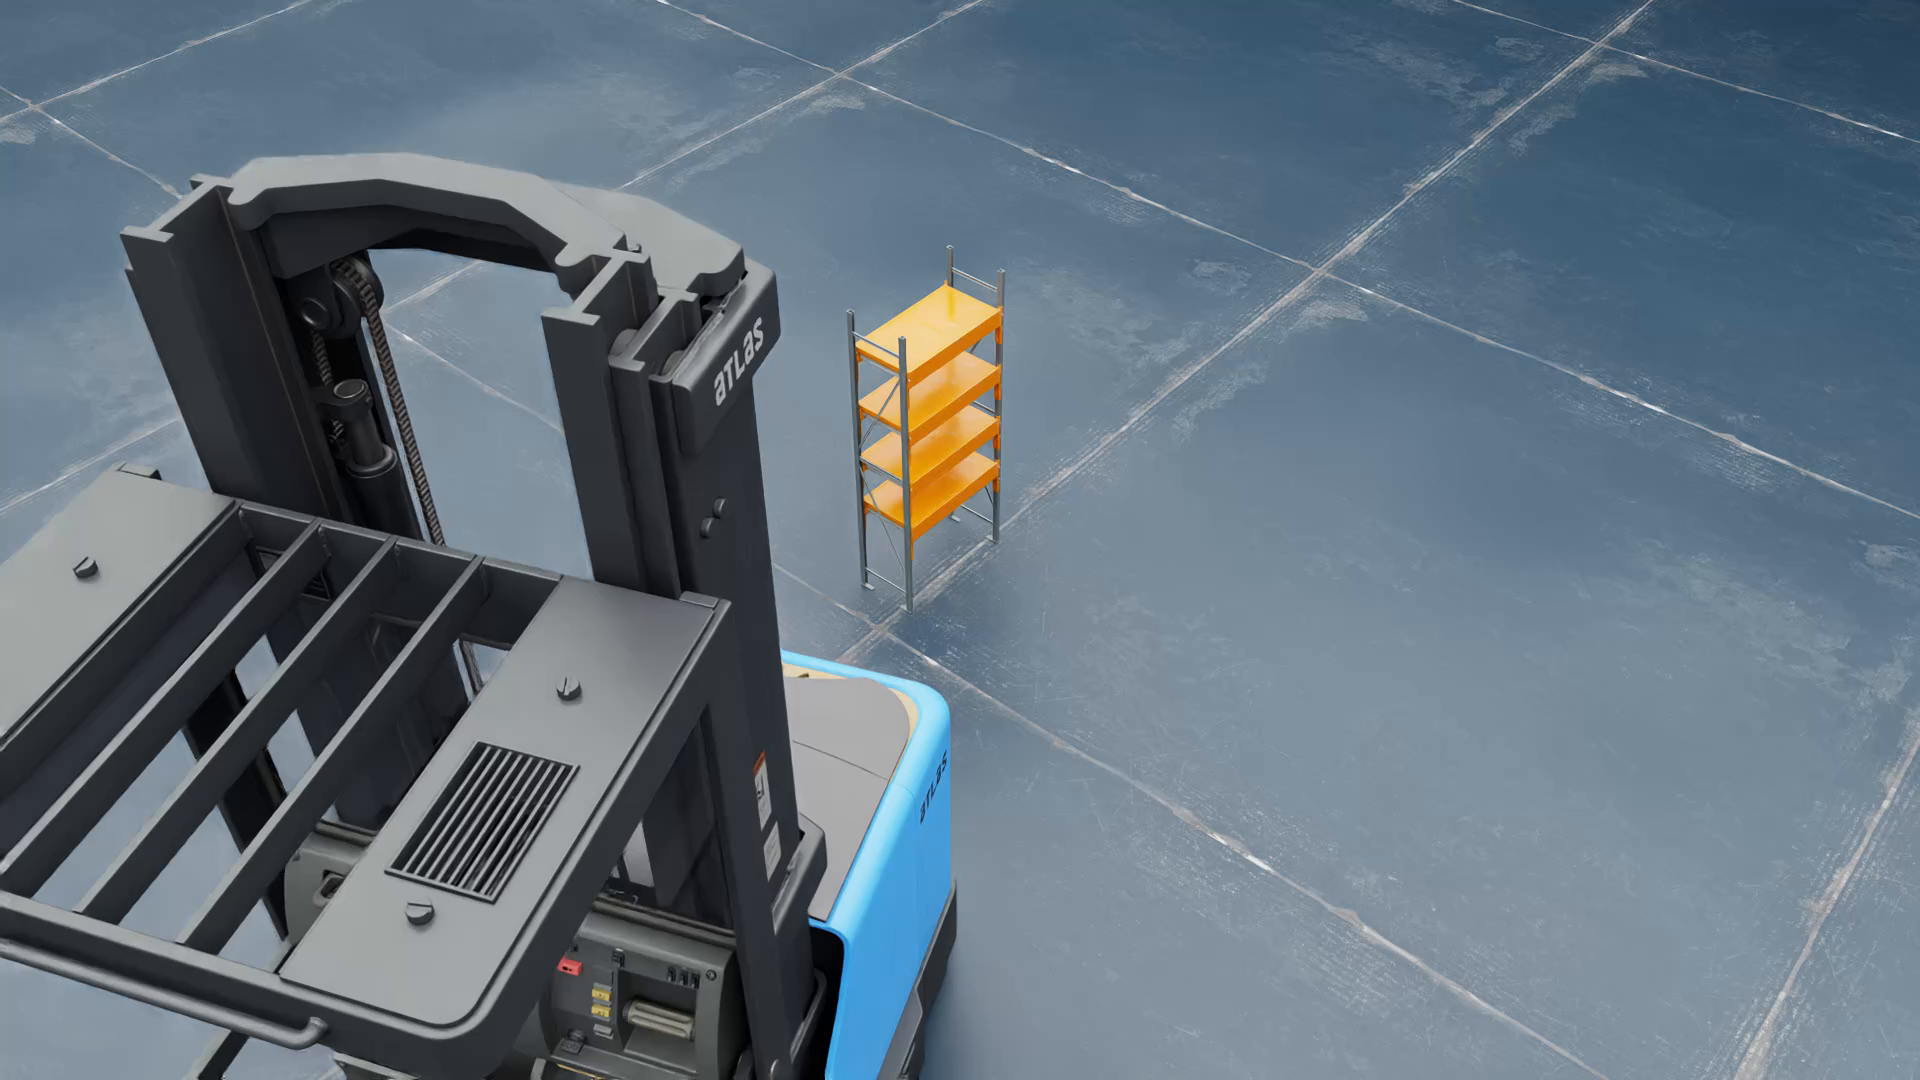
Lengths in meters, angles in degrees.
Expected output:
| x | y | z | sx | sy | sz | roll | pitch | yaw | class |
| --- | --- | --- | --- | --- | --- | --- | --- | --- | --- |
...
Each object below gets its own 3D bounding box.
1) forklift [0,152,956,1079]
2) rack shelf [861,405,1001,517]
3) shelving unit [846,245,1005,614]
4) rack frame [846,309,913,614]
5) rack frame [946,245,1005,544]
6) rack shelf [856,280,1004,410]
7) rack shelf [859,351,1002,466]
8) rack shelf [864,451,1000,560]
| x | y | z | sx | sy | sz | roll | pitch | yaw | class |
| --- | --- | --- | --- | --- | --- | --- | --- | --- | --- |
| -0.944 | 0.935 | 3.043 | 1.130 | 2.935 | 3.031 | 12 | 44 | 13 | forklift |
| -0.107 | -0.309 | 5.798 | 0.258 | 0.148 | 0.480 | 29 | 50 | 28 | rack shelf |
| -0.107 | -0.359 | 5.753 | 0.258 | 1.200 | 0.503 | 29 | 50 | 28 | shelving unit |
| -0.264 | -0.233 | 5.614 | 0.240 | 1.200 | 0.015 | 29 | 50 | 28 | rack frame |
| 0.051 | -0.484 | 5.891 | 0.240 | 1.200 | 0.015 | 29 | 50 | 28 | rack frame |
| -0.107 | -0.649 | 5.488 | 0.258 | 0.148 | 0.480 | 29 | 50 | 28 | rack shelf |
| -0.107 | -0.474 | 5.647 | 0.258 | 0.148 | 0.480 | 29 | 50 | 28 | rack shelf |
| -0.107 | -0.162 | 5.931 | 0.258 | 0.148 | 0.480 | 29 | 50 | 28 | rack shelf |
